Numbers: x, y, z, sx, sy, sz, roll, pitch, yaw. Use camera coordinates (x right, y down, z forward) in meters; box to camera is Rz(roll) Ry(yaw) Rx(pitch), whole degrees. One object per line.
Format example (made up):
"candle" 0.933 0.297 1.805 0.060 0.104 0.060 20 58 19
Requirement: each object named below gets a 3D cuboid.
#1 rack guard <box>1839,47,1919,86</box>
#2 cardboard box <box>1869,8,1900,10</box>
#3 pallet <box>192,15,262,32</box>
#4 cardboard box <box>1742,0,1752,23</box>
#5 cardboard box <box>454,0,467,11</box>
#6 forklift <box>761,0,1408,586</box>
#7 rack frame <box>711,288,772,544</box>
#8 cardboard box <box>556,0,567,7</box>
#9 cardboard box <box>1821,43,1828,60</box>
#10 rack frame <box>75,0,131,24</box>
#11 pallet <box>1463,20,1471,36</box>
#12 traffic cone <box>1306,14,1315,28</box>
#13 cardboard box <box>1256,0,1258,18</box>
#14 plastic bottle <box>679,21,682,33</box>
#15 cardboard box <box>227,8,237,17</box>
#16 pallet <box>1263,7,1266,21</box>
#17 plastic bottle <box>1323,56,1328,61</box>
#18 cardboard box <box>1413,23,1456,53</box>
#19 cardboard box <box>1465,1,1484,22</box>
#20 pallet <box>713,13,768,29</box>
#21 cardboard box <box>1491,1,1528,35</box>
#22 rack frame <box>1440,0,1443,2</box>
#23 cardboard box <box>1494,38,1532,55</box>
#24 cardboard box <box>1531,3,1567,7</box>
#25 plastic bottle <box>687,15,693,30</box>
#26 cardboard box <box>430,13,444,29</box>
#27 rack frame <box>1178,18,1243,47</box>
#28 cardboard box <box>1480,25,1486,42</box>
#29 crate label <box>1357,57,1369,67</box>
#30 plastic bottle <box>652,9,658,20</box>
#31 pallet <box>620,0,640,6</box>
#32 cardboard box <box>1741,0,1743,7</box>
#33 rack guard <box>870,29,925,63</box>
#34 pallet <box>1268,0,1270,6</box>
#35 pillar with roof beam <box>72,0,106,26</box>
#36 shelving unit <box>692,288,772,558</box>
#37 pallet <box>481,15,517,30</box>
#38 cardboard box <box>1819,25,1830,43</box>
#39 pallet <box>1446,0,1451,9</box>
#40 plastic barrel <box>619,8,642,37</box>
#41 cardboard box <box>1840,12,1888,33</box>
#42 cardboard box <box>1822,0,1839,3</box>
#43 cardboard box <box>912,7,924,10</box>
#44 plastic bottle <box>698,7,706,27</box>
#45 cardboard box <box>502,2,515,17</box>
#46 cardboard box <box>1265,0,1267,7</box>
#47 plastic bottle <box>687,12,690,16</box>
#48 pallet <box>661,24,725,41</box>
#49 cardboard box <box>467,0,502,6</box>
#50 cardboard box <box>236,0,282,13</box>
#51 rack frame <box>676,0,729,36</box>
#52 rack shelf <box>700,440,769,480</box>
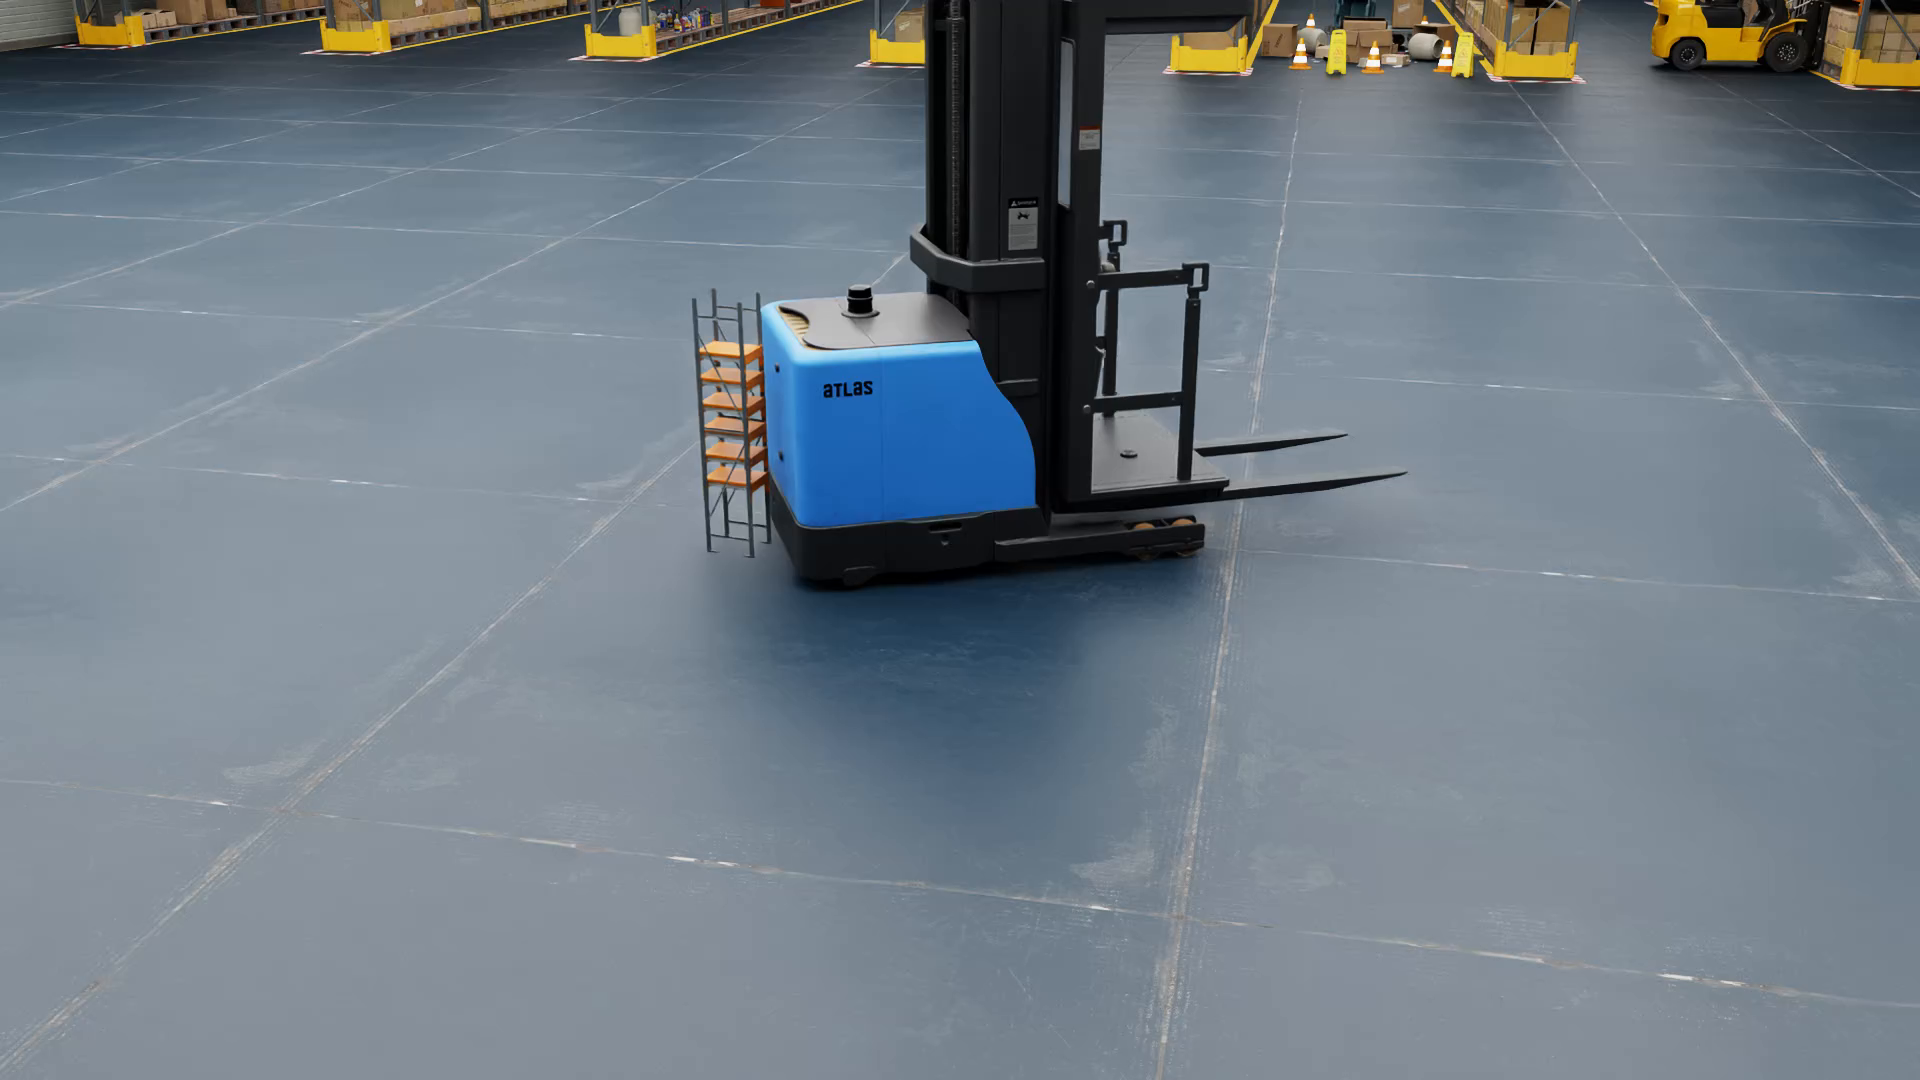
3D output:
"rack guard" 13.657 -6.964 24.475 1.175 0.500 0.348 4 22 11
"cardboard box" 14.156 -8.042 25.586 0.500 0.250 0.500 4 22 11
"pallet" -14.733 -10.318 33.192 1.003 0.211 1.213 4 22 11
"cardboard box" 15.154 -9.924 31.096 0.875 0.625 0.625 5 23 13
"cardboard box" -9.774 -10.383 31.734 0.500 0.500 0.500 4 22 11
"forklift" 0.631 -1.451 7.532 3.031 2.935 1.130 -6 23 -15
"rack frame" -0.997 -0.552 7.615 0.240 1.200 0.006 8 24 18
"cardboard box" -8.833 -11.655 35.897 0.500 0.250 0.500 5 22 12
"cardboard box" 13.670 -7.611 25.854 0.500 0.250 0.500 5 22 11
"rack frame" -15.447 -10.397 29.655 1.000 3.000 0.127 4 22 11
"pallet" 10.274 -9.856 32.043 1.003 0.211 1.213 4 22 11
"traffic cone" 6.504 -9.511 30.850 0.336 0.463 0.334 4 22 11
"cardboard box" 5.356 -10.711 32.882 1.050 0.750 0.750 4 22 10
"plastic bottle" -5.052 -9.225 29.902 0.097 0.201 0.097 0 22 0
"cardboard box" -14.710 -10.552 33.243 0.380 0.166 0.250 2 22 4
"pallet" 5.980 -11.212 35.411 1.003 0.211 1.213 4 22 11
"plastic bottle" 6.132 -8.015 27.674 0.133 0.061 0.283 -3 22 -8
"cardboard box" 8.068 -8.526 28.350 0.500 0.500 0.500 -16 27 -35
"cardboard box" 10.309 -10.205 32.132 0.950 0.372 0.625 3 22 7
"pallet" -4.563 -10.549 33.765 1.003 0.211 1.213 4 22 11
"cardboard box" 8.923 -8.464 26.970 0.500 0.500 0.500 4 22 10
"rack frame" 12.067 -14.361 39.496 1.000 3.000 0.127 4 22 11
"cardboard box" 8.709 -7.753 26.208 0.500 0.250 0.500 4 22 11
"cardboard box" 9.344 -8.251 26.439 0.500 0.500 0.500 4 22 9
"plastic bottle" -4.941 -9.456 30.381 0.097 0.271 0.097 0 22 0
"cardboard box" -9.962 -9.668 30.962 0.500 0.250 0.500 4 22 11
"rack frame" 3.936 -8.849 25.812 1.000 3.000 0.127 4 22 11
"cardboard box" 9.234 -8.696 28.549 0.500 0.250 0.500 3 22 8
"crate label" 6.571 -7.689 26.763 0.250 0.136 0.298 -7 23 -17
"plastic bottle" -5.628 -9.592 30.613 0.144 0.351 0.185 4 22 10
"pallet" -8.277 -12.816 39.393 1.003 0.211 1.213 4 22 11
"cardboard box" 15.170 -10.264 32.108 0.500 0.500 0.500 5 22 12
"rack guard" -0.884 -8.133 27.378 1.175 0.500 0.348 4 22 11
"pallet" 6.733 -12.641 38.957 1.003 0.211 1.213 4 22 11
"pillar with roof beam" -11.936 -13.174 28.519 9.100 9.000 0.400 4 22 11
"shelving unit" -1.028 -0.520 7.535 0.258 1.200 0.189 8 24 18
"pallet" -9.668 -10.463 33.550 1.003 0.211 1.213 4 22 11
"cardboard box" 13.653 -7.858 25.799 0.500 0.250 0.500 4 22 10
"pallet" 11.729 -12.324 38.171 1.003 0.211 1.213 4 22 11
"plastic barrel" -5.689 -8.929 28.778 0.421 0.512 0.421 0 22 0
"cardboard box" 13.451 -7.707 24.756 0.500 0.250 0.500 5 23 13
"cardboard box" 13.958 -8.639 27.069 0.500 0.250 0.500 4 22 11
"cardboard box" -0.521 -8.976 28.909 0.500 0.500 0.500 7 23 16
"plastic bottle" -4.820 -9.753 31.011 0.144 0.351 0.185 3 22 8
"cardboard box" -9.350 -10.719 33.571 0.500 0.250 0.500 5 22 12
"cardboard box" 6.375 -11.796 35.911 0.500 0.500 0.500 4 22 10
"plastic bottle" -4.992 -9.602 30.726 0.061 0.283 0.133 4 22 11
"pallet" -5.110 -9.569 31.331 1.003 0.211 1.213 4 22 11
"cardboard box" -9.452 -10.796 33.011 0.500 0.311 0.500 5 22 11
"cardboard box" -14.497 -11.175 34.343 0.700 0.500 0.500 5 23 13
"rack frame" -4.932 -11.105 31.412 1.000 3.000 0.127 4 22 11
"rack shelf" -1.028 -0.367 7.597 0.258 0.103 0.180 8 24 18
